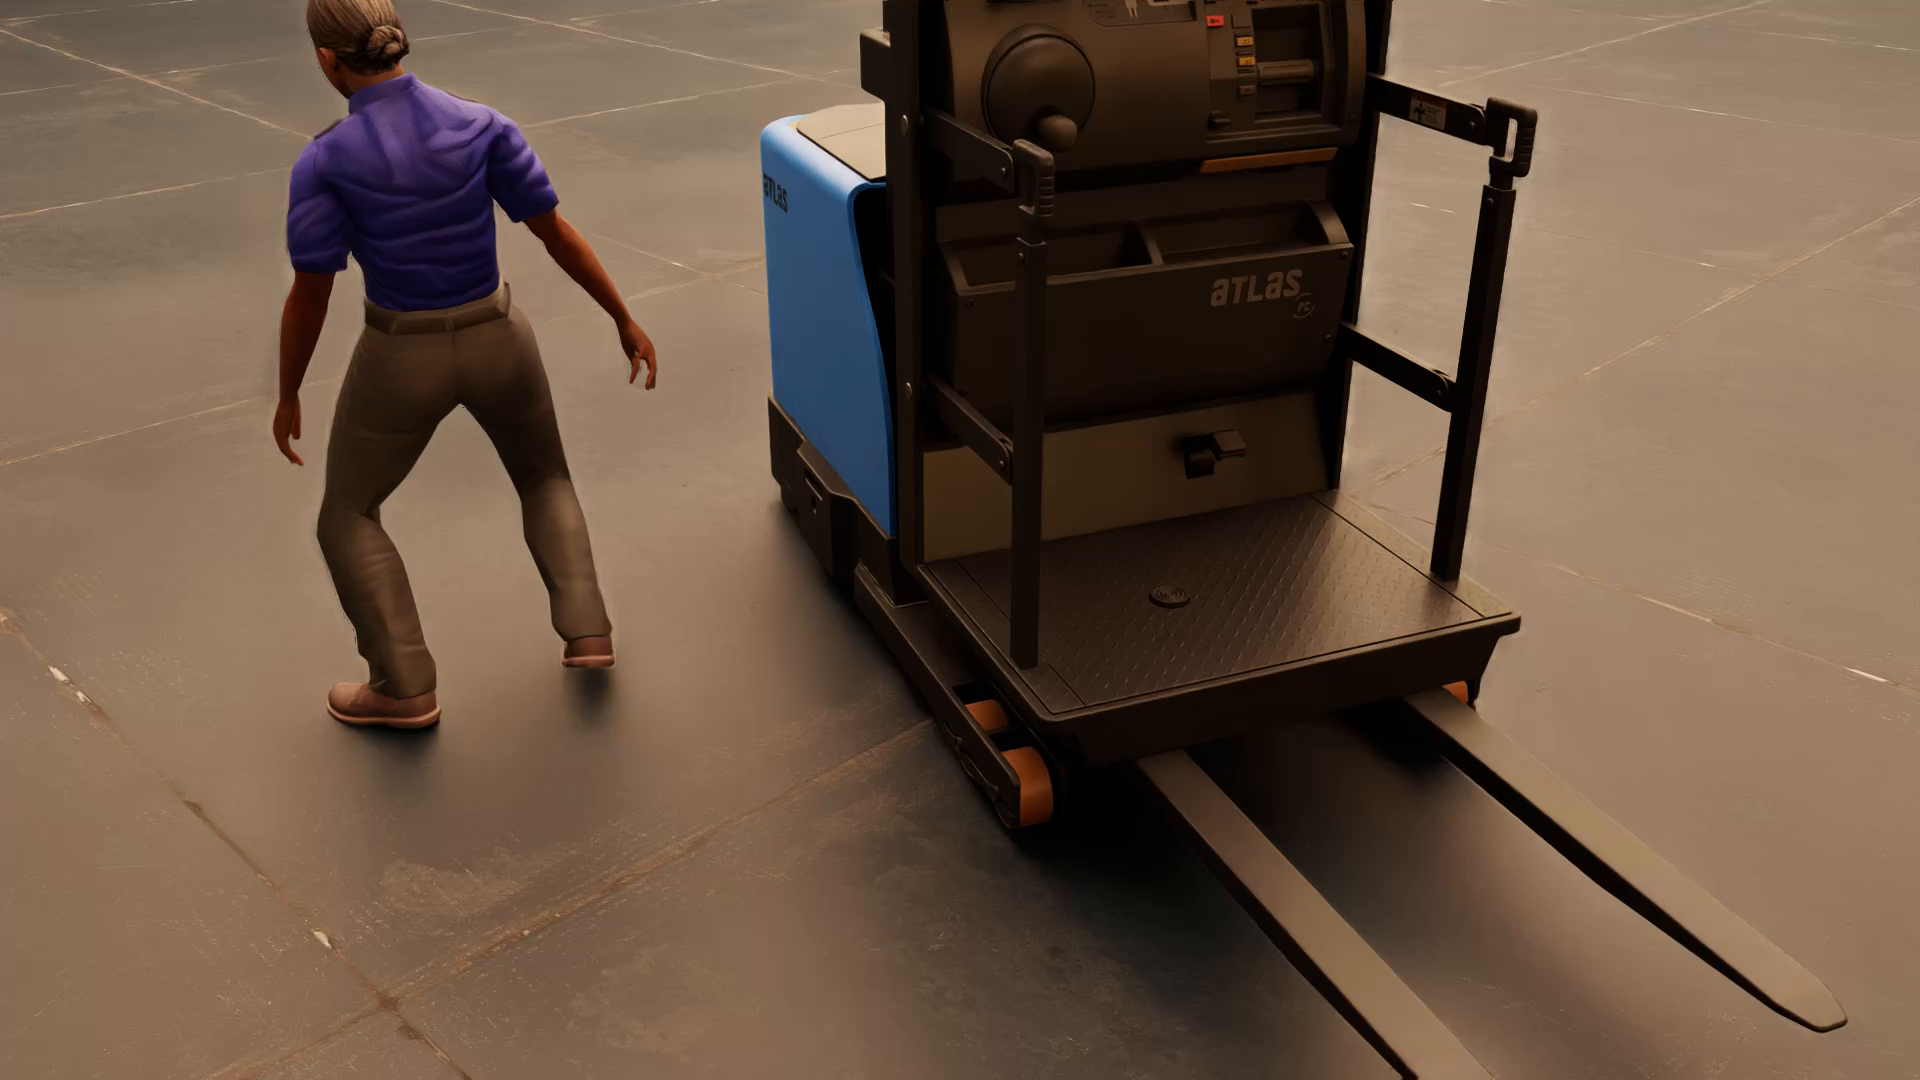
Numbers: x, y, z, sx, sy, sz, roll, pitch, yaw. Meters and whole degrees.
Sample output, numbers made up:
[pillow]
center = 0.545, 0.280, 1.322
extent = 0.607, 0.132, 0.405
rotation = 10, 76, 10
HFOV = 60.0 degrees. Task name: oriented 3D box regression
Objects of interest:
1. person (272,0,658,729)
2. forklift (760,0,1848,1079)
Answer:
[person]
center = -1.051, -0.376, 3.534
extent = 0.798, 1.581, 0.468
rotation = -12, 29, -23
[forklift]
center = 0.482, -0.944, 3.139
extent = 1.130, 2.935, 3.031
rotation = -10, 28, -20
